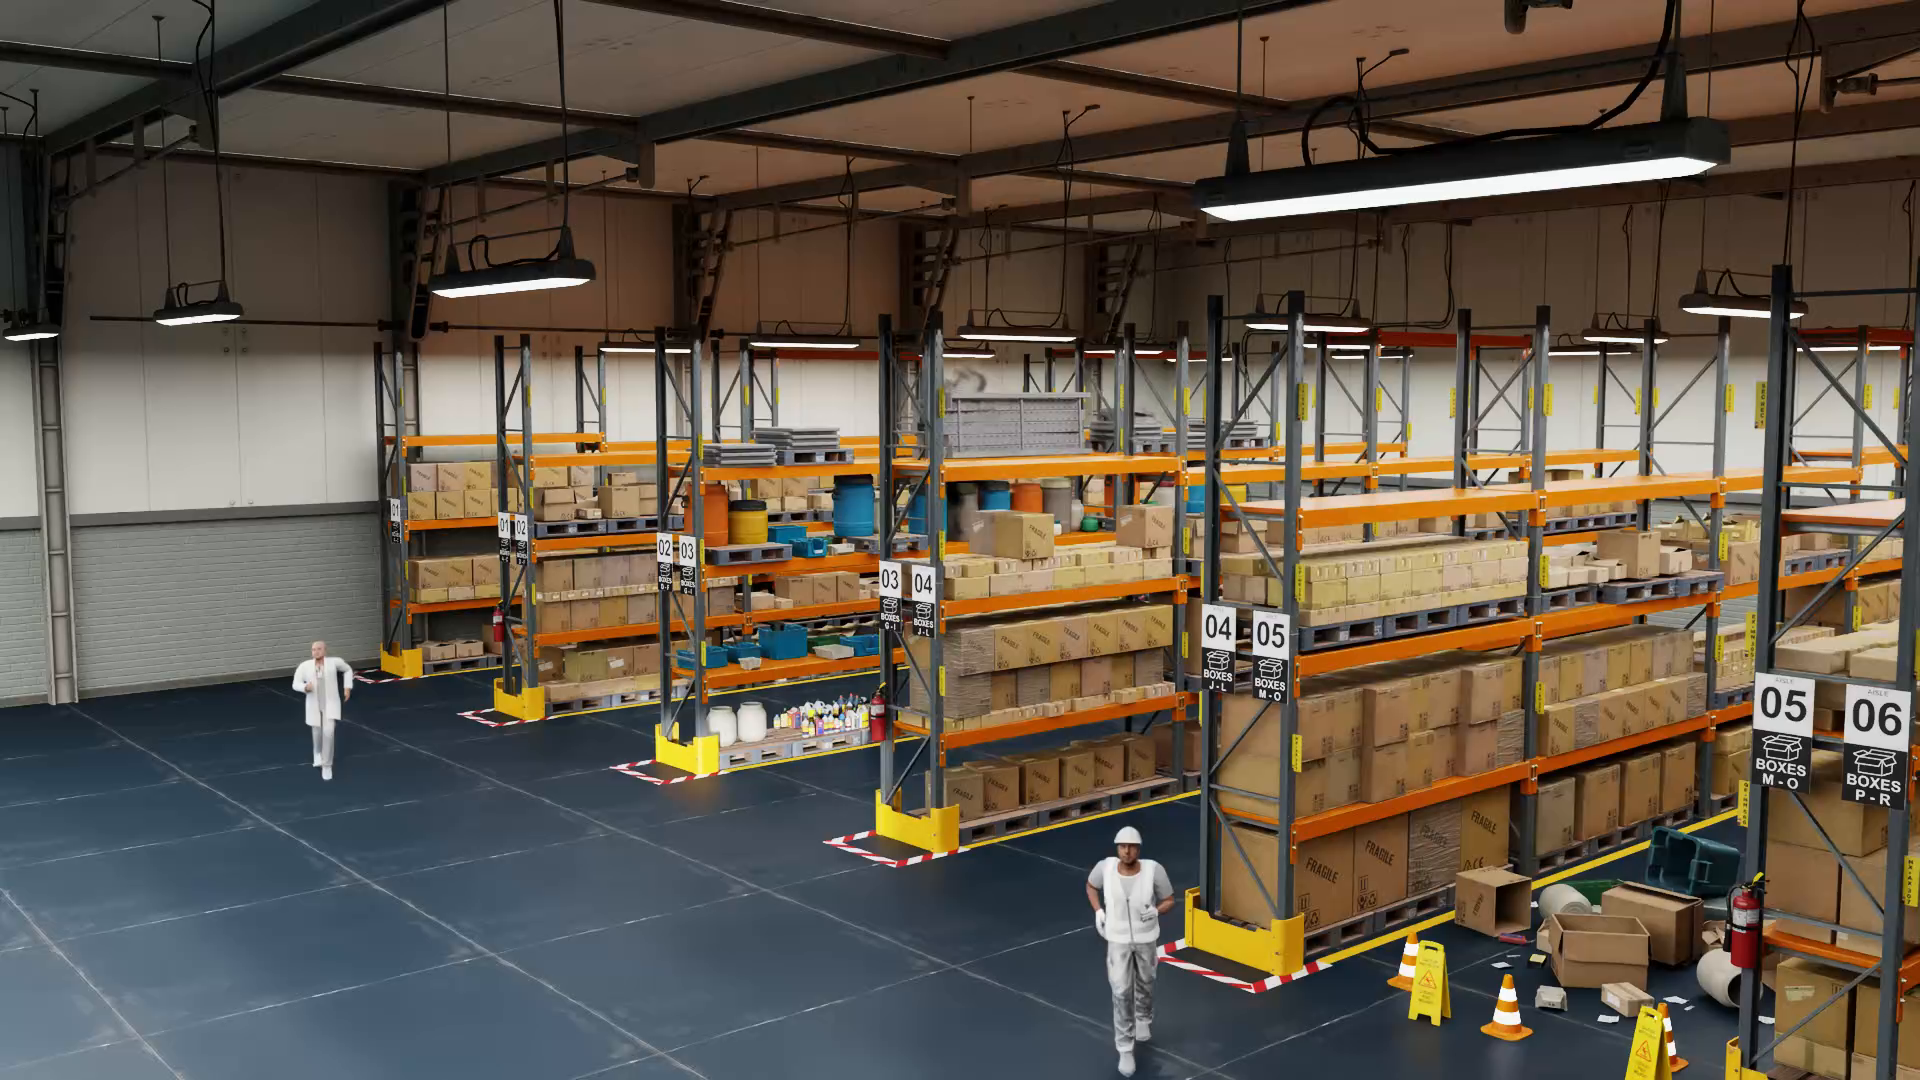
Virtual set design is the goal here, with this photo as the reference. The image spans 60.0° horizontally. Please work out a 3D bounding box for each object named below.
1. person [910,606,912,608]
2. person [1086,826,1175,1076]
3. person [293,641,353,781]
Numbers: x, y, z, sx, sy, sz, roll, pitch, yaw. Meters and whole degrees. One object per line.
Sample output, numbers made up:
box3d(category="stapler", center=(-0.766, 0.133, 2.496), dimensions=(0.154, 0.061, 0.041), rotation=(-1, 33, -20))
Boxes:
box3d(category="person", center=(-0.803, 1.103, 35.032), dimensions=(0.665, 1.761, 0.823), rotation=(4, 7, 37))
box3d(category="person", center=(1.317, 3.104, 12.835), dimensions=(0.671, 1.825, 0.795), rotation=(0, 5, 2))
box3d(category="person", center=(-8.536, 2.249, 22.326), dimensions=(0.730, 1.831, 0.991), rotation=(-1, 5, -12))
